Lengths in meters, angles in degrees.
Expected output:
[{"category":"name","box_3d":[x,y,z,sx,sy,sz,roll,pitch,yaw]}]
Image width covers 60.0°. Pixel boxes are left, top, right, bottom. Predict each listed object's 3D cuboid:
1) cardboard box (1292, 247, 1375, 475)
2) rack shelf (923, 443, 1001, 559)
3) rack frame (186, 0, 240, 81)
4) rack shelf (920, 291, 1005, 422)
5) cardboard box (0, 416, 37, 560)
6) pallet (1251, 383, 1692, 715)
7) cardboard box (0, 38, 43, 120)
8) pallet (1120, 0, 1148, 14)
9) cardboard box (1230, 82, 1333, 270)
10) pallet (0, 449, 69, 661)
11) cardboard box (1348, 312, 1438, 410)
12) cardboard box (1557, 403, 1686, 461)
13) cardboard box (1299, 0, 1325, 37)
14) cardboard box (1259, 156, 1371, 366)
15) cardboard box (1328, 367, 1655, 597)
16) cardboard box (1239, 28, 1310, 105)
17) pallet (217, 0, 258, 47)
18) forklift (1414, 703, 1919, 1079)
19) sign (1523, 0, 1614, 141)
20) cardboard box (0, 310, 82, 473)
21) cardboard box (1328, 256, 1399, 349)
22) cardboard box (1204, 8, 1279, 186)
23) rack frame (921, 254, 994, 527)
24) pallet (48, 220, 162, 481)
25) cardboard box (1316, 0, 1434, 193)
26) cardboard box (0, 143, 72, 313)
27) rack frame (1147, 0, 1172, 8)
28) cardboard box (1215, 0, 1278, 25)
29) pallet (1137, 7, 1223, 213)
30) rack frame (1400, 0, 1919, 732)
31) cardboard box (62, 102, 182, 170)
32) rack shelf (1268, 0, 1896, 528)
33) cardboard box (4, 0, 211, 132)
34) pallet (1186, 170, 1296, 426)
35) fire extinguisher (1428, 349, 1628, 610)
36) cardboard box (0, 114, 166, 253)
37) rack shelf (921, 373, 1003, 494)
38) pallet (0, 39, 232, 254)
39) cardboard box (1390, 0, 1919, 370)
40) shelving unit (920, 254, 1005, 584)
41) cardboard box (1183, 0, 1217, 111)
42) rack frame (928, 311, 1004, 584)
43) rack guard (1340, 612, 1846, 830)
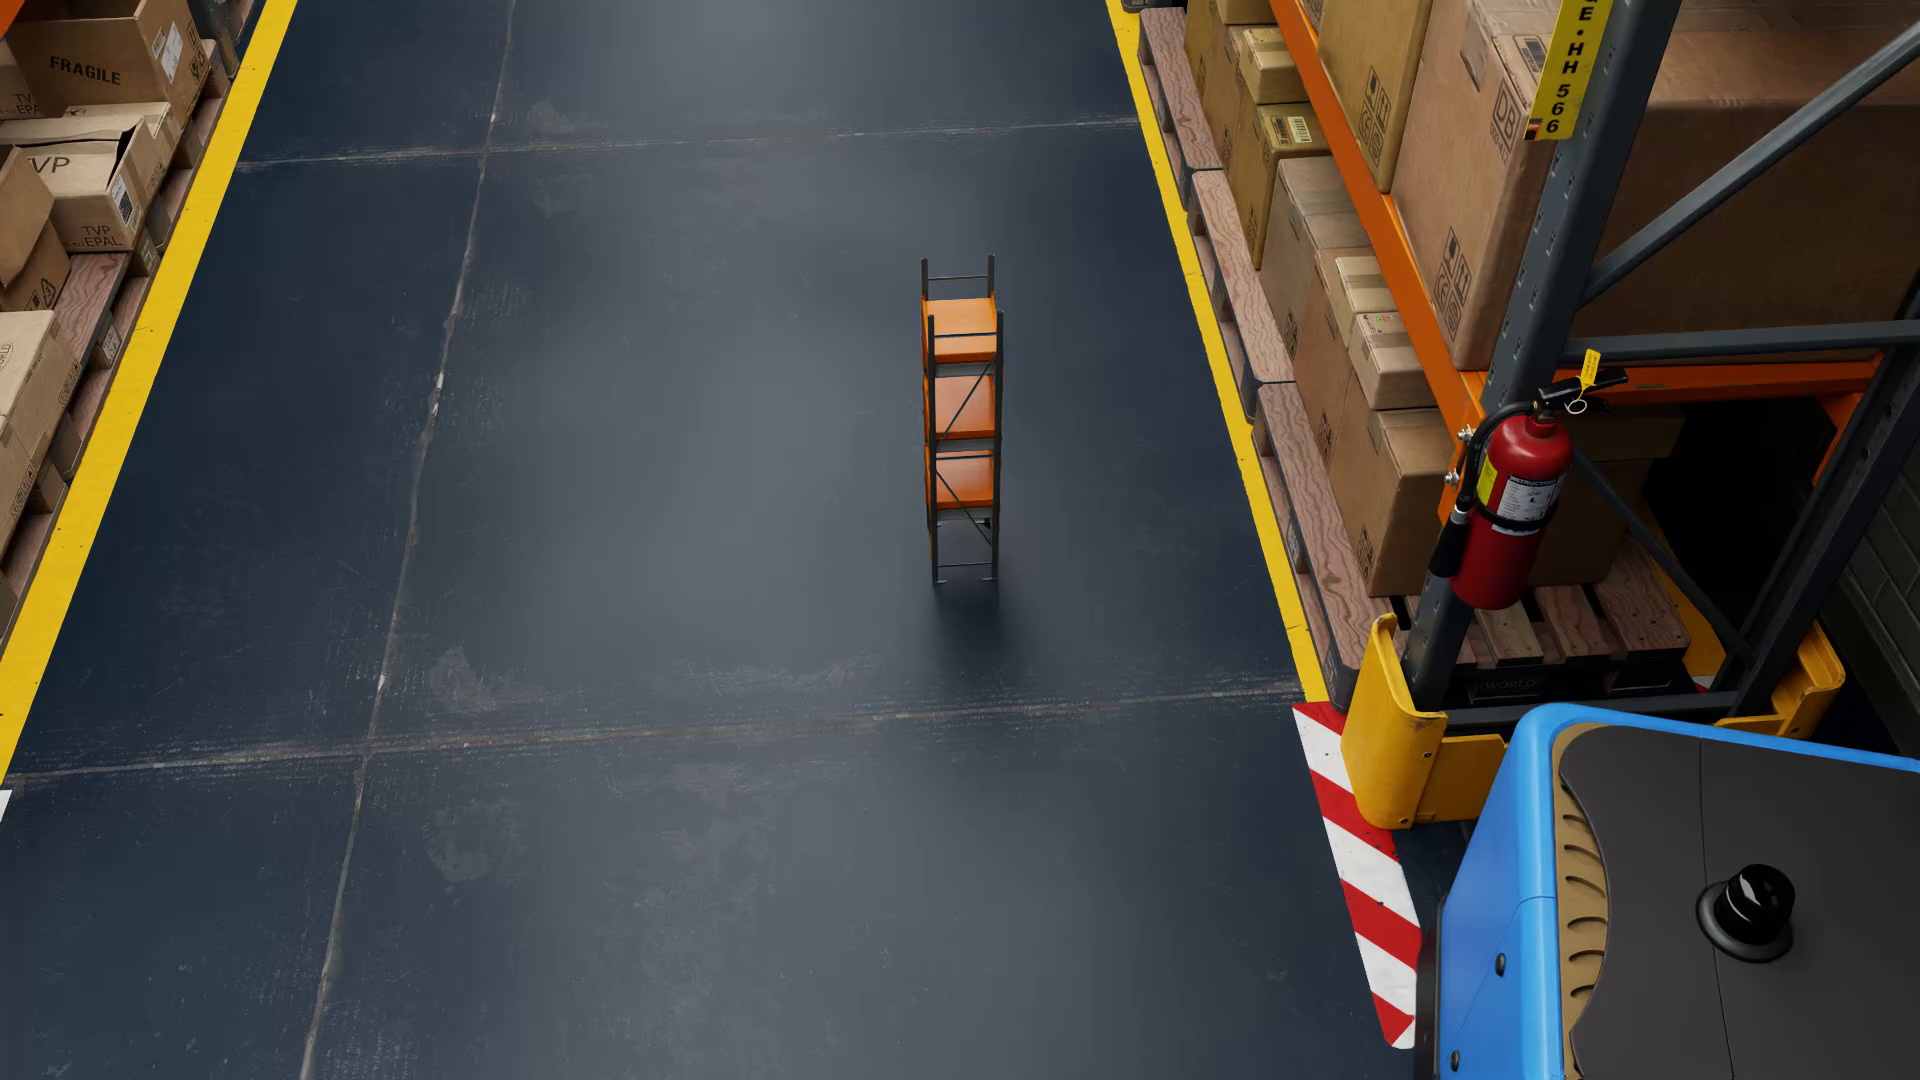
[{"category":"cardboard box","box_3d":[1.464,-0.567,5.153,0.700,0.500,0.500,-4,47,-3]},{"category":"rack shelf","box_3d":[0.004,-0.124,5.042,0.215,0.259,0.240,-3,47,-3]},{"category":"rack frame","box_3d":[-3.606,-3.010,6.035,1.000,3.000,0.127,-3,47,-3]},{"category":"rack shelf","box_3d":[0.004,-0.510,4.634,0.215,0.259,0.240,-3,47,-3]},{"category":"cardboard box","box_3d":[-3.076,-0.094,4.864,0.500,0.250,0.500,-3,47,-3]},{"category":"pallet","box_3d":[1.520,-0.035,5.137,1.003,0.211,1.213,-3,47,-3]},{"category":"cardboard box","box_3d":[-3.787,-1.920,6.551,0.500,0.311,0.500,-3,47,-3]},{"category":"pallet","box_3d":[1.190,-2.909,7.859,1.003,0.211,1.213,-3,47,-3]},{"category":"cardboard box","box_3d":[1.370,-1.316,5.863,0.700,0.500,0.500,-3,47,-2]},{"category":"pallet","box_3d":[-3.345,0.211,4.905,1.003,0.211,1.213,-3,47,-3]},{"category":"cardboard box","box_3d":[1.314,-0.510,4.653,0.380,0.149,0.250,-4,47,-4]},{"category":"cardboard box","box_3d":[1.716,-0.350,4.501,0.380,0.149,0.250,-3,47,-3]},{"category":"cardboard box","box_3d":[1.485,-1.969,4.842,0.980,0.700,0.700,-6,47,-5]},{"category":"cardboard box","box_3d":[1.422,-0.931,5.498,0.700,0.500,0.500,-5,47,-5]},{"category":"cardboard box","box_3d":[1.506,-0.205,4.811,0.700,0.500,0.500,-3,47,-3]},{"category":"cardboard box","box_3d":[1.181,-1.638,5.721,0.380,0.149,0.250,-5,47,-4]},{"category":"pallet","box_3d":[-3.712,-2.637,7.602,1.003,0.211,1.213,-3,47,-3]},{"category":"forklift","box_3d":[2.535,0.624,2.640,3.031,2.935,1.130,9,47,8]},{"category":"sign","box_3d":[1.123,-0.876,3.054,0.100,0.325,0.005,-3,47,-3]},{"category":"cardboard box","box_3d":[-3.118,-0.456,5.207,0.500,0.250,0.500,-3,47,-3]},{"category":"cardboard box","box_3d":[1.292,-0.695,4.828,0.380,0.149,0.250,-2,47,-2]},{"category":"cardboard box","box_3d":[1.329,-1.688,6.215,0.700,0.500,0.500,-4,47,-4]},{"category":"rack frame","box_3d":[-0.006,-0.411,4.916,0.200,1.050,0.008,-3,47,-3]},{"category":"pallet","box_3d":[-3.444,-0.669,5.739,1.003,0.211,1.213,-3,47,-3]},{"category":"cardboard box","box_3d":[1.540,-1.417,4.319,0.980,0.700,0.700,-4,47,-4]},{"category":"cardboard box","box_3d":[-3.444,-0.944,5.494,0.797,0.503,0.637,-3,47,-3]},{"category":"rack frame","box_3d":[1.330,-3.314,6.322,1.000,3.000,0.127,-3,47,-3]},{"category":"cardboard box","box_3d":[1.137,-2.016,6.079,0.380,0.149,0.250,-2,47,-2]},{"category":"pallet","box_3d":[1.315,-1.800,6.809,1.003,0.211,1.213,-3,47,-3]},{"category":"rack frame","box_3d":[1.665,-0.420,3.582,1.000,3.000,0.127,-3,47,-3]},{"category":"cardboard box","box_3d":[-3.185,-1.518,6.283,0.380,0.149,0.250,-3,47,-3]},{"category":"rack shelf","box_3d":[1.497,-1.619,5.213,1.077,0.370,4.000,-3,47,-3]},{"category":"cardboard box","box_3d":[-3.276,-1.907,6.409,0.500,0.500,0.500,-3,47,-3]},{"category":"pallet","box_3d":[1.421,-0.915,5.971,1.003,0.211,1.213,-3,47,-3]},{"category":"fire extinguisher","box_3d":[1.217,-0.128,3.615,0.296,0.674,0.183,-3,47,-3]},{"category":"cardboard box","box_3d":[-3.213,-1.299,5.963,0.500,0.311,0.500,-3,47,-3]},{"category":"rack shelf","box_3d":[0.004,-0.315,4.840,0.215,0.259,0.240,-3,47,-3]},{"category":"pallet","box_3d":[-3.550,-1.554,6.577,1.003,0.211,1.213,-3,47,-3]},{"category":"cardboard box","box_3d":[1.612,-0.891,3.822,0.980,0.700,0.700,-2,47,-1]},{"category":"shelving unit","box_3d":[0.004,-0.322,4.832,0.215,1.050,0.252,-3,47,-3]},{"category":"cardboard box","box_3d":[1.290,-2.051,6.559,0.700,0.500,0.500,-3,47,-3]},{"category":"rack frame","box_3d":[0.015,-0.234,4.749,0.200,1.050,0.008,-3,47,-3]},{"category":"rack guard","box_3d":[1.667,0.457,4.473,1.175,0.500,0.348,-3,47,-3]}]
